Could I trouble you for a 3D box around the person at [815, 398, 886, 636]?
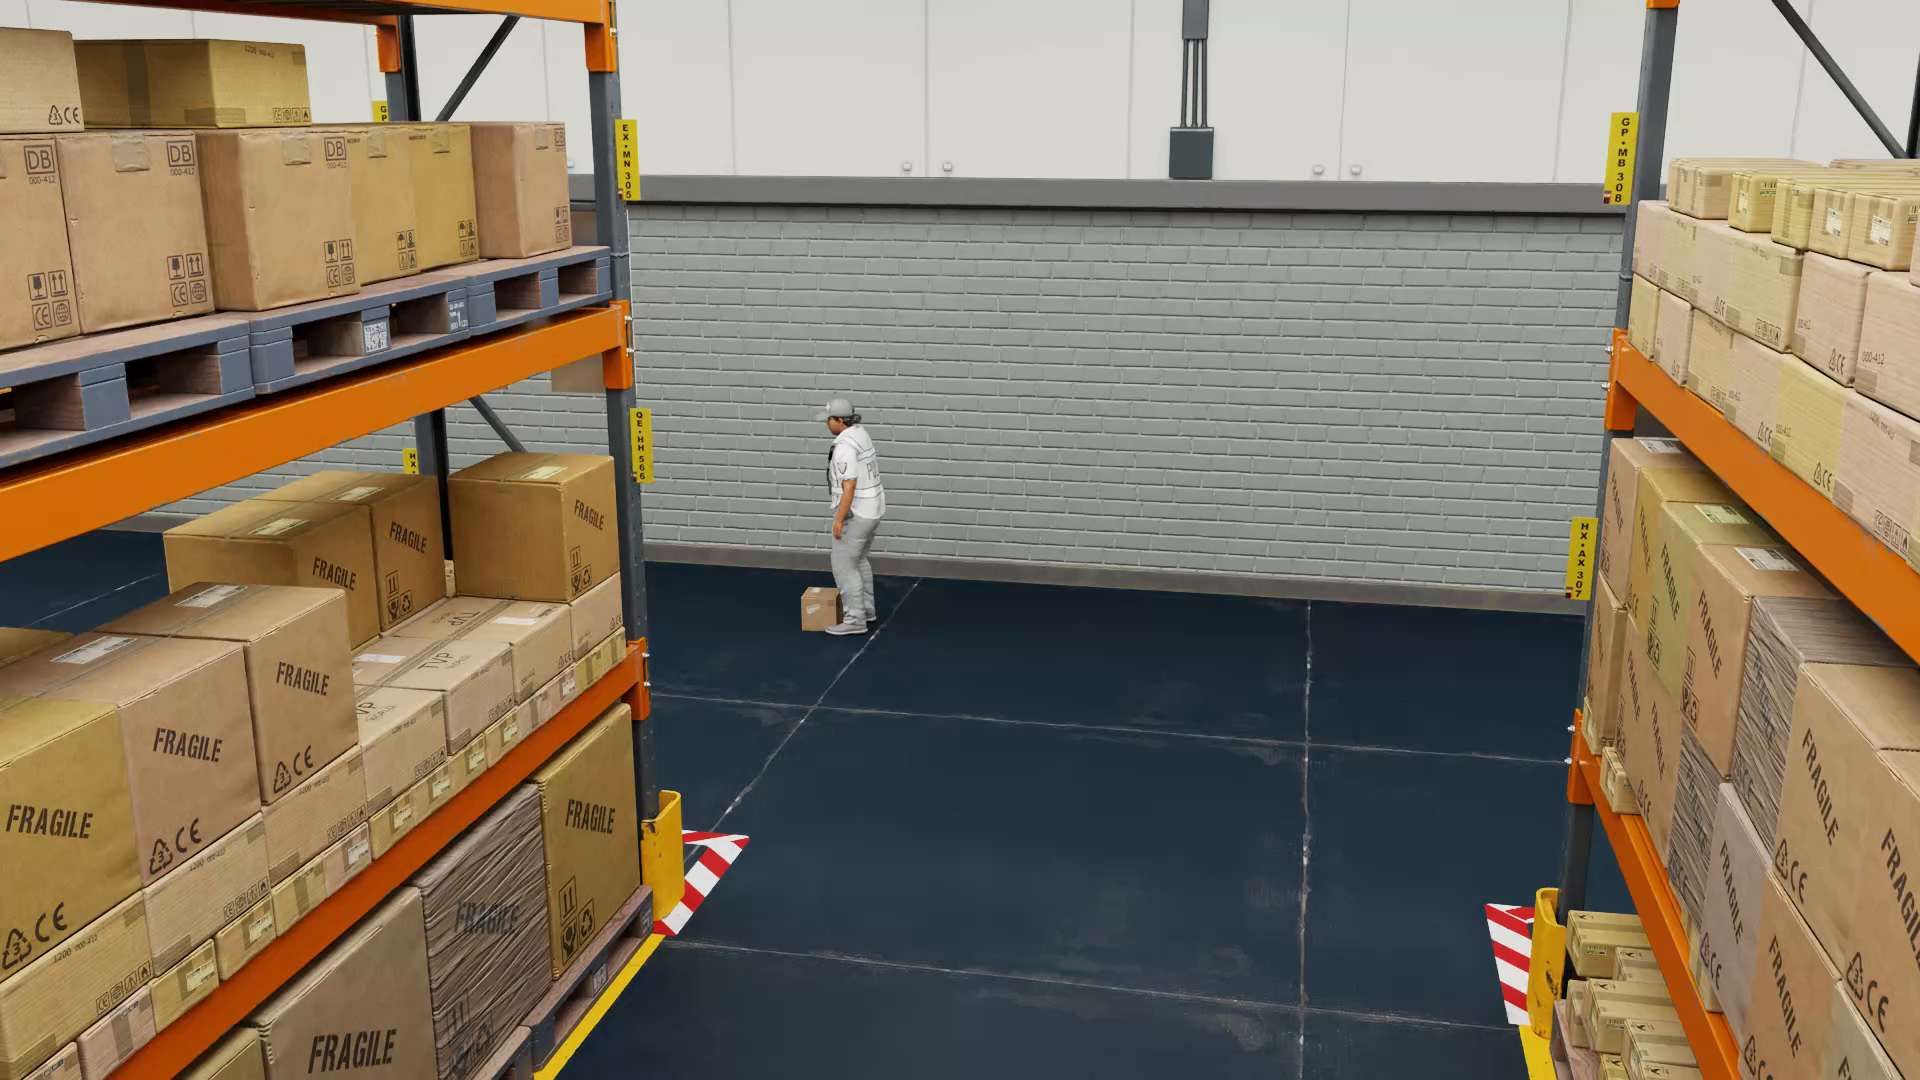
[{"bbox_3d":[-0.768,-0.179,11.679,0.466,1.667,0.539,3,15,12],"label":"person"}]
